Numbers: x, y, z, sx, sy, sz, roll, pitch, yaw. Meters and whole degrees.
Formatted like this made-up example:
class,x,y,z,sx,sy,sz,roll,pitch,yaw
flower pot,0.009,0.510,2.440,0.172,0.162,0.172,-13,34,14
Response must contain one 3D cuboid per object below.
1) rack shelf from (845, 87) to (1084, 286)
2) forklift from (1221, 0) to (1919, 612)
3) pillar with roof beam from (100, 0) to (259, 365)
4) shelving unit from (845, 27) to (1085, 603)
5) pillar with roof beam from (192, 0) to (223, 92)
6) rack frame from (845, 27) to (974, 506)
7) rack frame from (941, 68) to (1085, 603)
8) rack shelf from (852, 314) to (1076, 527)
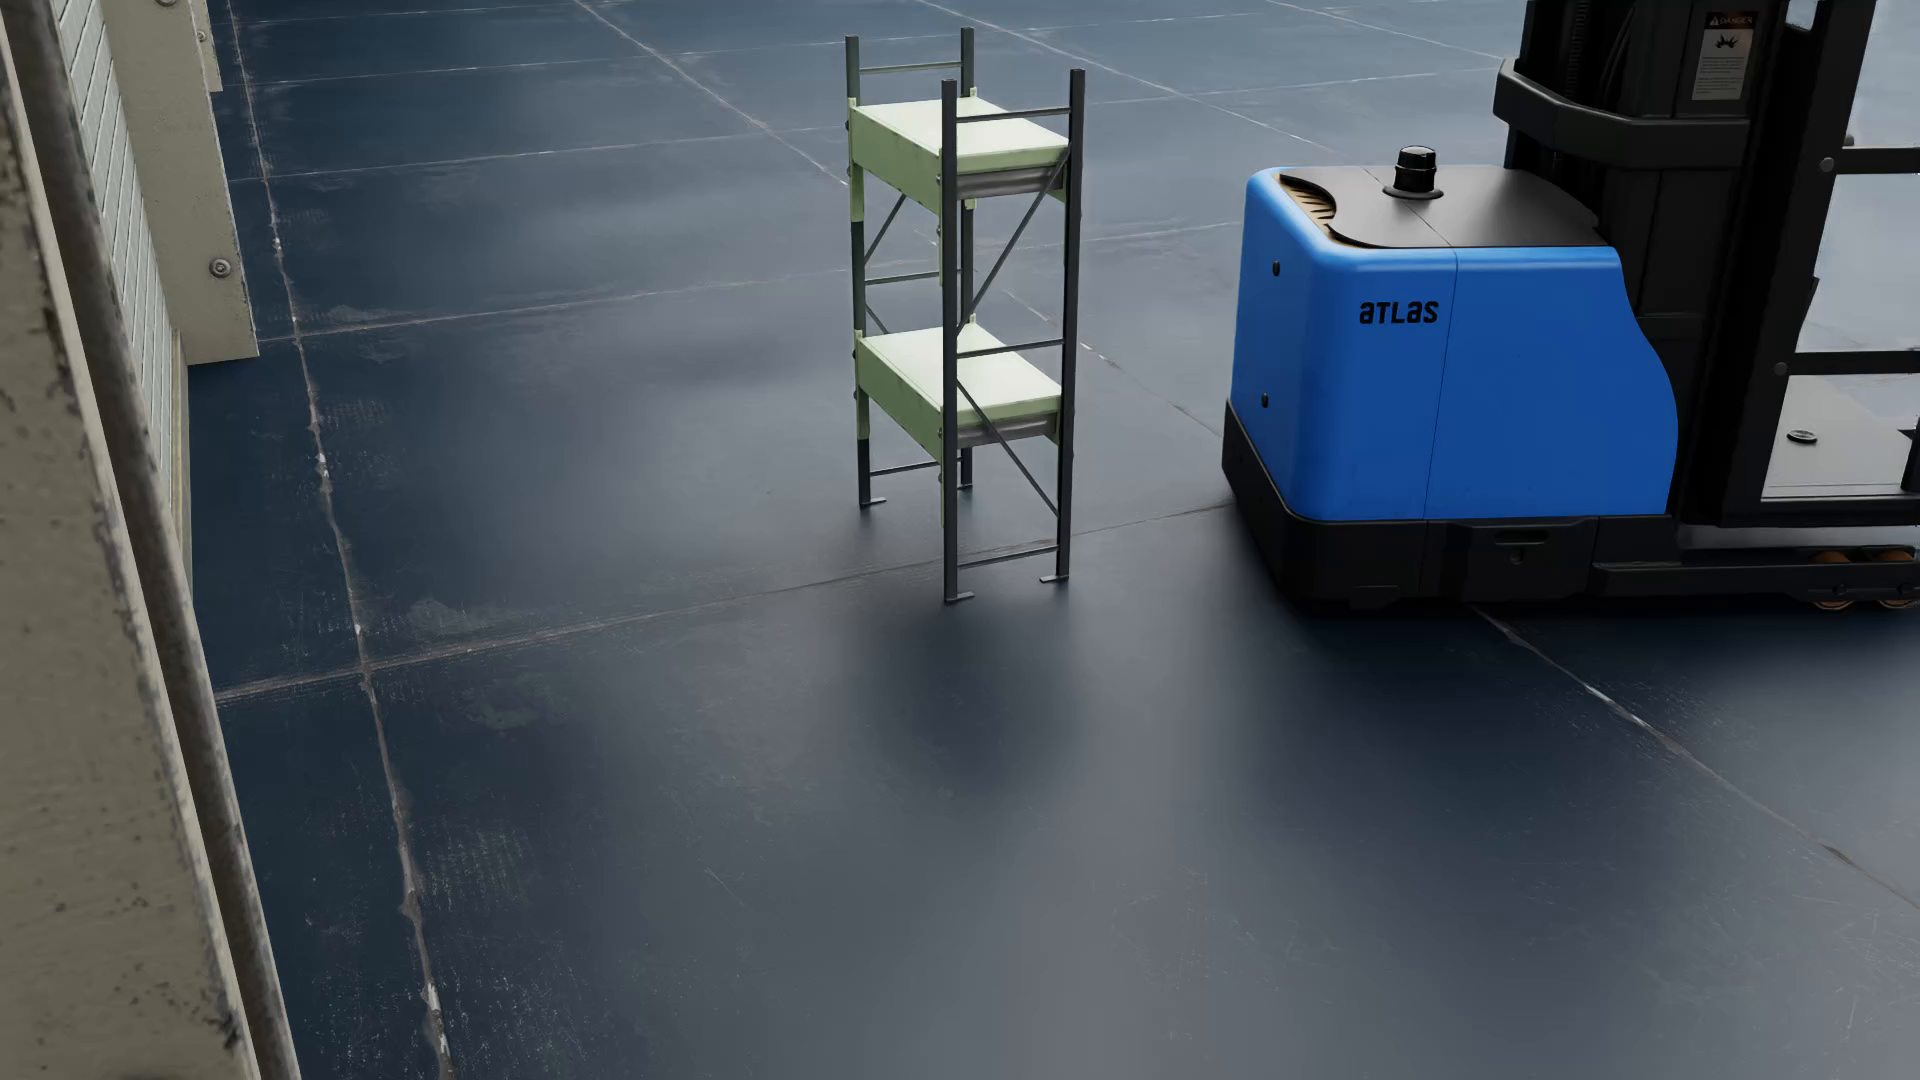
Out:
class,x,y,z,sx,sy,sz,roll,pitch,yaw
rack shelf,-0.003,-1.027,4.755,0.431,0.370,0.720,-11,28,-21
forklift,2.413,-1.344,4.663,3.031,2.935,1.130,-1,26,-3
pillar with roof beam,0.882,-5.587,6.436,9.100,9.000,0.400,-11,28,-21
shelving unit,-0.003,-0.677,4.926,0.431,1.500,0.755,-11,28,-21
pillar with roof beam,-1.468,-8.009,11.397,9.100,9.000,0.400,-11,28,-21
rack frame,-0.146,-0.824,5.229,0.400,1.500,0.023,-11,28,-21
rack frame,0.141,-0.529,4.624,0.400,1.500,0.023,-11,28,-21
rack shelf,-0.003,-0.384,5.069,0.431,0.370,0.720,-11,28,-21
